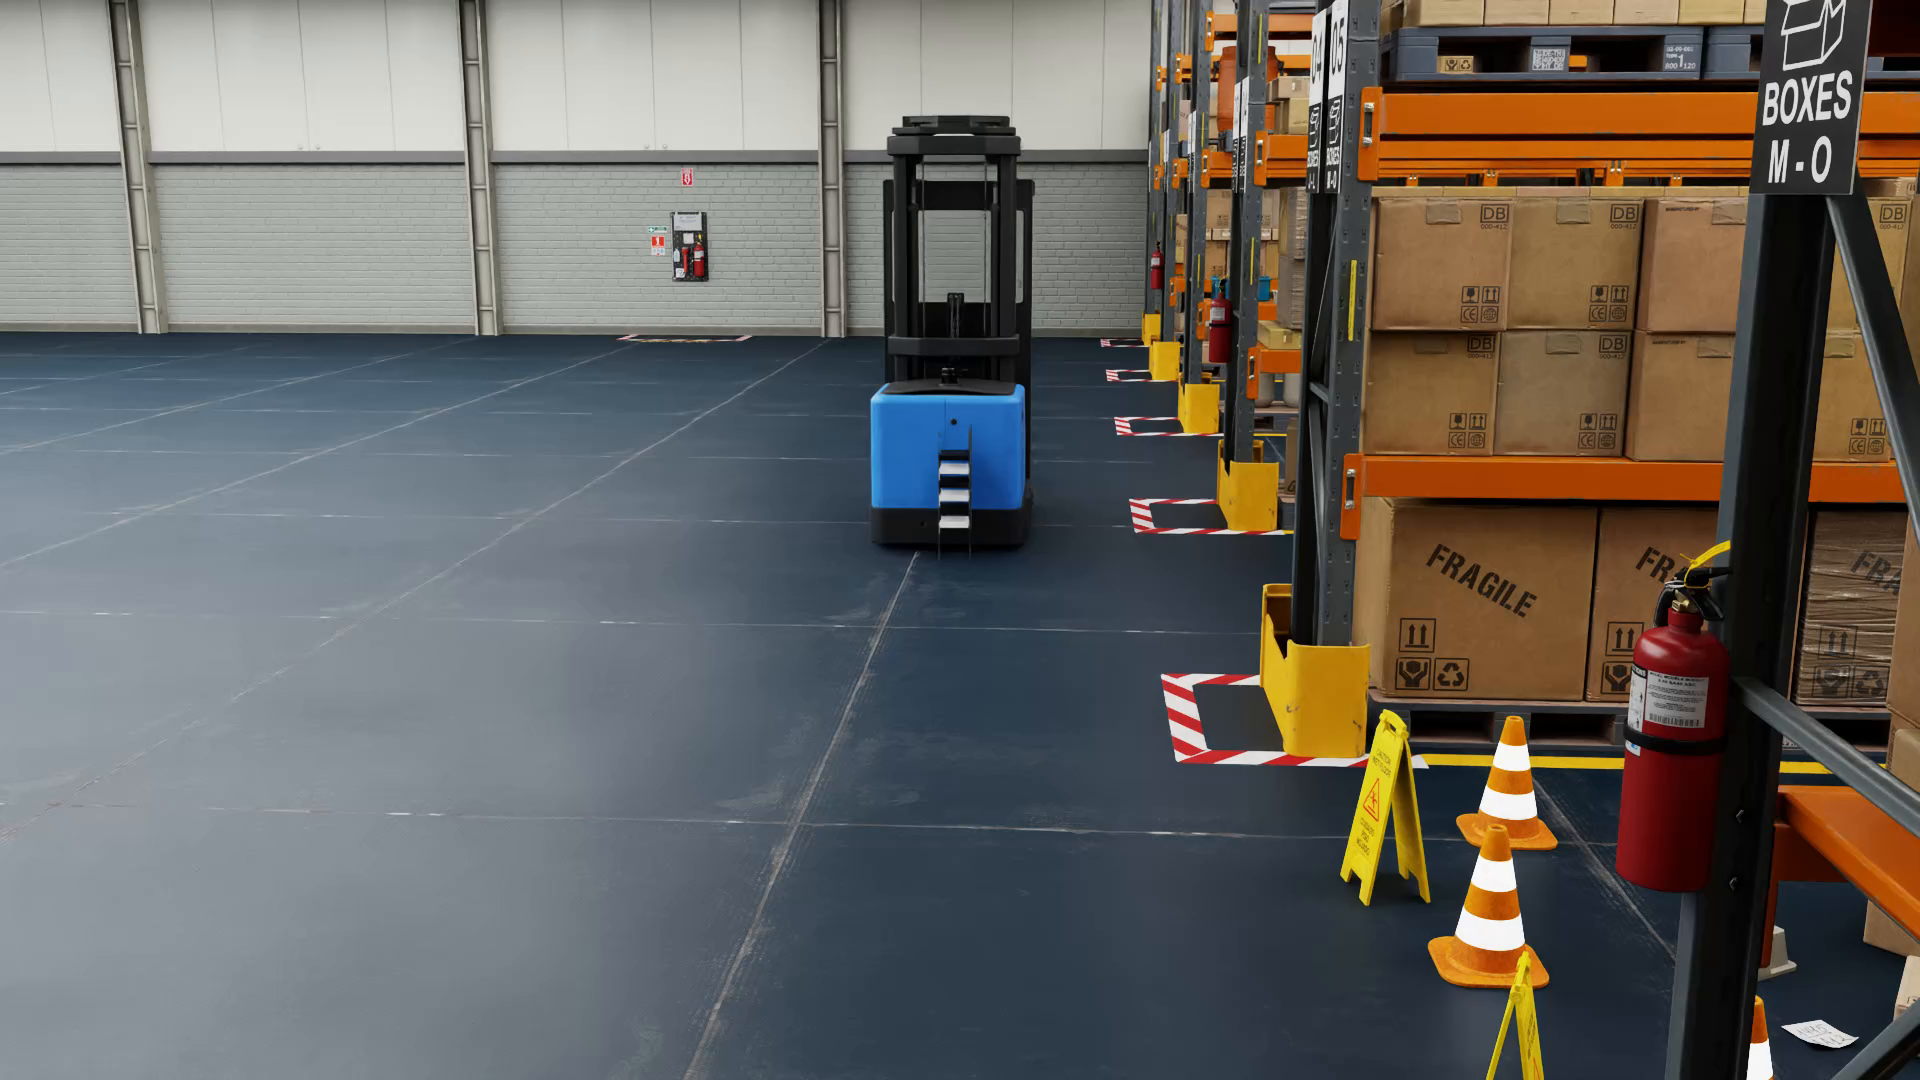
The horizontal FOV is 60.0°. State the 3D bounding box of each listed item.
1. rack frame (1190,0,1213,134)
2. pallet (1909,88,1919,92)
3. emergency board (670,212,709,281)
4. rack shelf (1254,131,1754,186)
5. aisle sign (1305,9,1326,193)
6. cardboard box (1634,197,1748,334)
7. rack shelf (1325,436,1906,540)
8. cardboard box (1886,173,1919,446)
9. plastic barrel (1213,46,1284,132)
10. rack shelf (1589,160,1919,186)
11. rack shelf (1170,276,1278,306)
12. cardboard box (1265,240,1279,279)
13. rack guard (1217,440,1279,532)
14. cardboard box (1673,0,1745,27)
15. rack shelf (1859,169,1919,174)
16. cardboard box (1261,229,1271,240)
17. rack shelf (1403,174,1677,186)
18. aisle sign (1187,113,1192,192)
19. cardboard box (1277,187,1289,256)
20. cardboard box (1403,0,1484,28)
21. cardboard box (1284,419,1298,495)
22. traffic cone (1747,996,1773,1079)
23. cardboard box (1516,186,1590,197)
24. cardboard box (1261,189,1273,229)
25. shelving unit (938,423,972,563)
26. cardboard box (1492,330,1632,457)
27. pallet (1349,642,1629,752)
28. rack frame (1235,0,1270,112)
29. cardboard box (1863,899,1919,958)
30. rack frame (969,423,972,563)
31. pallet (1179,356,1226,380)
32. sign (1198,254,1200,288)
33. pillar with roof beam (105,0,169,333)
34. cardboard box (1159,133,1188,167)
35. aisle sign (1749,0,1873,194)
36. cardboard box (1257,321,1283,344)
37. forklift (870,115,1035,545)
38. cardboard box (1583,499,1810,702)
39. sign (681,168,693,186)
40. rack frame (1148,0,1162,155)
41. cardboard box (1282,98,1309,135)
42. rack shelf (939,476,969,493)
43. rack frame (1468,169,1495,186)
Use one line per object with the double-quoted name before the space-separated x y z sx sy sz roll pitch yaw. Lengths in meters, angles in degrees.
"rack frame" 2.424 -5.599 16.558 0.127 3.000 1.000 1 12 4
"pallet" 4.836 -2.023 7.001 1.213 0.211 1.003 1 12 4
"emergency board" -4.608 -4.978 28.238 0.643 1.169 0.194 1 12 4
"rack shelf" 4.088 -2.740 11.971 4.000 0.370 1.077 1 12 4
"aisle sign" 1.610 -1.974 7.529 0.004 0.787 0.394 1 12 4
"cardboard box" 3.133 -1.204 7.194 0.550 0.550 0.875 1 12 4
"rack shelf" 3.656 -0.260 7.440 4.000 0.370 1.077 1 12 4
"cardboard box" 1.955 -0.348 2.693 0.500 0.500 0.700 0 12 2
"plastic barrel" 2.917 -4.566 16.870 0.708 0.830 0.600 1 12 4
"rack shelf" 8.410 -3.697 16.546 4.000 0.370 1.077 1 12 4
"rack shelf" 4.754 -3.295 21.952 4.000 0.370 1.077 1 12 4
"cardboard box" 4.243 -3.701 21.888 0.500 0.500 0.700 1 12 4
"rack guard" 2.169 -0.426 12.586 0.348 0.500 1.175 1 12 4
"cardboard box" 2.989 -2.155 6.761 0.250 0.149 0.380 1 12 4
"rack shelf" 12.736 -4.654 21.122 4.000 0.370 1.077 1 12 4
"cardboard box" 3.900 -3.981 21.646 0.250 0.149 0.380 1 12 3
"rack shelf" 9.072 -5.721 26.222 4.000 0.370 1.077 1 12 4
"aisle sign" 2.372 -3.997 17.201 0.004 0.787 0.394 1 12 4
"cardboard box" 2.658 -2.378 12.397 0.500 0.500 0.500 1 12 4
"cardboard box" 1.981 -2.169 6.827 0.250 0.149 0.380 1 12 4
"cardboard box" 2.715 -0.621 12.491 0.500 0.500 0.500 3 12 14
"traffic cone" 1.946 1.358 4.148 0.334 0.463 0.336 1 12 4
"cardboard box" 4.120 -2.251 11.792 0.500 0.500 0.500 1 12 4
"cardboard box" 3.801 -4.343 21.791 0.500 0.500 0.700 0 12 2
"shelving unit" -0.033 -0.313 11.069 0.210 0.900 0.258 1 12 3
"cardboard box" 2.584 -0.714 7.487 0.550 0.550 0.875 1 12 4
"pallet" 2.463 0.721 7.807 1.213 0.211 1.003 1 12 4
"rack frame" 2.093 -4.587 11.721 0.127 3.000 1.000 1 12 4
"cardboard box" 3.352 1.102 5.270 0.637 0.503 0.797 -9 15 -35
"rack frame" 0.068 -0.313 11.064 0.006 0.900 0.240 1 12 3
"pallet" 3.524 -2.308 22.286 1.213 0.211 1.003 1 12 4
"sign" 2.383 -2.686 16.607 0.005 0.325 0.100 1 12 4
"pillar with roof beam" -14.406 -7.157 24.005 0.400 9.000 9.100 1 12 4
"cardboard box" 3.403 -6.158 26.262 0.500 0.500 0.500 1 12 5
"aisle sign" 1.388 -0.959 2.678 0.004 0.787 0.394 1 12 4
"cardboard box" 2.391 -1.566 12.543 0.250 0.149 0.380 1 12 4
"forklift" 0.001 -1.648 12.486 1.130 2.935 3.031 1 12 4
"cardboard box" 3.220 0.203 7.637 0.875 0.875 0.875 1 12 3
"sign" -4.609 -6.133 28.098 0.199 0.298 0.001 1 12 4
"rack frame" 3.086 -7.623 26.233 0.127 3.000 1.000 1 12 4
"cardboard box" 2.556 -2.986 11.759 0.500 0.250 0.500 1 12 5
"rack shelf" -0.033 -0.369 11.057 0.200 0.077 0.258 1 12 3
"rack frame" 6.749 -3.620 21.748 0.127 3.000 1.000 1 12 4
